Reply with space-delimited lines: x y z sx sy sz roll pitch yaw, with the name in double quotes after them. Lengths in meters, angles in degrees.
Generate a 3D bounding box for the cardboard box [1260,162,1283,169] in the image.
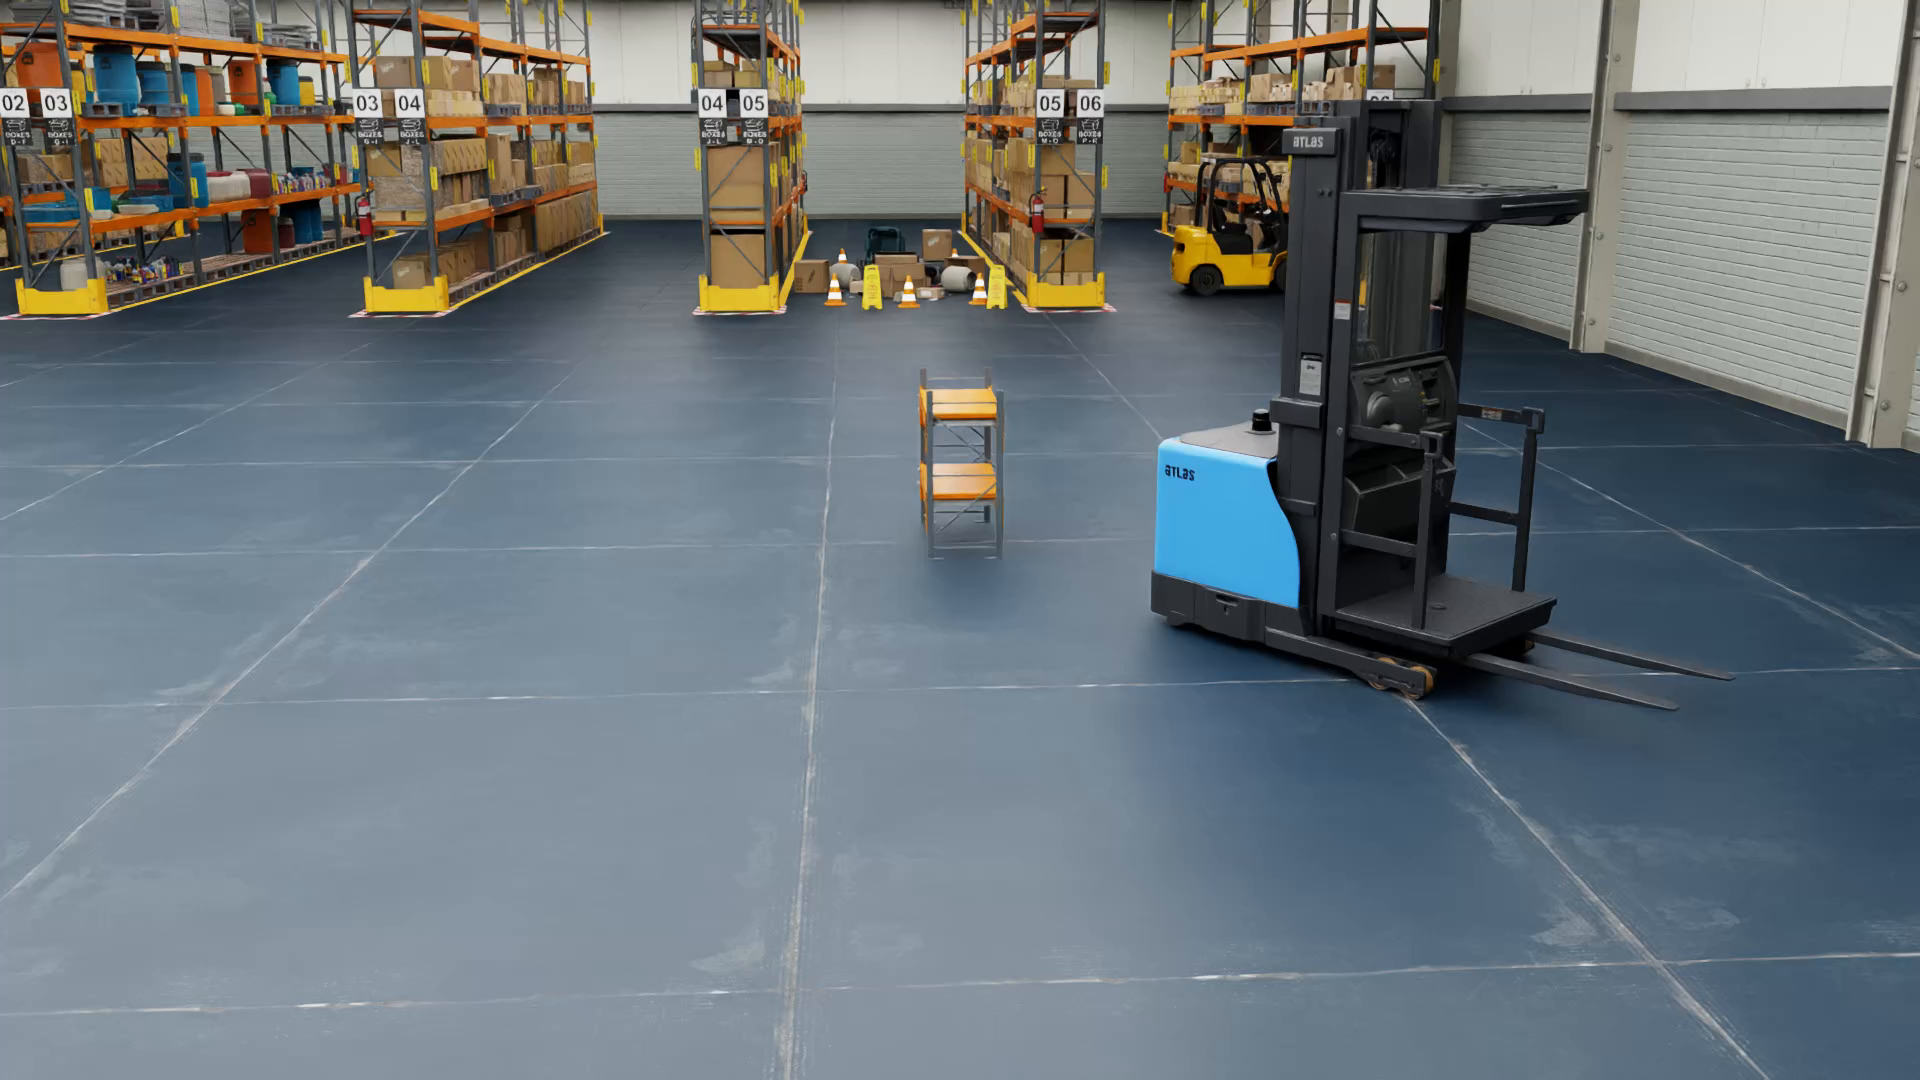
5.941 -7.124 31.691 0.380 0.149 0.250 -1 14 -3 "cardboard box"

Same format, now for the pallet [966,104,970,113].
0.689 -10.239 39.460 1.003 0.211 1.213 -1 14 -3 "pallet"

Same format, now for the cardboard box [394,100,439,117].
-8.039 -6.385 24.605 0.500 0.250 0.500 0 14 -2 "cardboard box"

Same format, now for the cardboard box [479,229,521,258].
-8.654 -5.570 31.287 0.700 0.500 0.500 -2 15 -8 "cardboard box"

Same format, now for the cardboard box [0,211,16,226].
-18.950 -6.328 32.728 0.500 0.250 0.500 0 14 -1 "cardboard box"

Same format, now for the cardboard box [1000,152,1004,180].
1.027 -6.919 30.756 0.500 0.500 0.500 -1 14 -6 "cardboard box"

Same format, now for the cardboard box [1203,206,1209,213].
5.591 -7.310 36.790 0.380 0.149 0.250 0 14 -1 "cardboard box"

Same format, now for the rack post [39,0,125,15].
-13.362 -8.155 25.315 0.937 0.300 0.954 -1 14 -4 "rack post"

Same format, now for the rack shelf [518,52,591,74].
-9.135 -10.727 37.403 1.077 0.370 4.000 -1 14 -3 "rack shelf"

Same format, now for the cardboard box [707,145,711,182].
-3.421 -5.757 25.413 0.875 0.550 0.550 -1 14 -3 "cardboard box"

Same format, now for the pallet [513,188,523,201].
-8.600 -6.287 30.325 1.003 0.211 1.213 -1 14 -3 "pallet"

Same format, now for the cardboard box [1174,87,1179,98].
5.376 -10.616 39.449 0.500 0.250 0.500 -1 14 -4 "cardboard box"

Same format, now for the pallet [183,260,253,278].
-13.625 -4.948 30.335 1.003 0.211 1.213 -1 14 -3 "pallet"

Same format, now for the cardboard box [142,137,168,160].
-18.844 -9.135 38.803 0.500 0.500 0.500 -1 14 -4 "cardboard box"

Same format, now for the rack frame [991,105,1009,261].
1.128 -7.024 32.806 1.000 3.000 0.127 -1 14 -3 "rack frame"

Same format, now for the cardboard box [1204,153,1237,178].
5.673 -8.096 35.928 0.700 0.500 0.500 -1 14 -3 "cardboard box"

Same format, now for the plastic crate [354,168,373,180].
-13.995 -8.750 39.323 0.616 0.435 0.499 -1 14 -3 "plastic crate"

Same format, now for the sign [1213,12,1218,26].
6.141 -12.529 39.971 0.100 0.325 0.005 -1 14 -3 "sign"

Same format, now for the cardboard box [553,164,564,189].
-8.686 -7.679 35.151 0.500 0.500 0.500 0 14 -2 "cardboard box"

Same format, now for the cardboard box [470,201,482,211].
-8.120 -5.520 27.464 0.380 0.149 0.250 -1 14 -3 "cardboard box"

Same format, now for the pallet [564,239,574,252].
-8.888 -6.325 35.684 1.003 0.211 1.213 -1 14 -3 "pallet"

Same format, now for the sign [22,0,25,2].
-19.441 -11.106 34.599 0.100 0.325 0.005 -1 14 -3 "sign"

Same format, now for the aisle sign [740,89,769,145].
-3.007 -6.179 24.305 0.394 0.787 0.004 -1 14 -3 "aisle sign"

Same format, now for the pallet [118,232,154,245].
-19.019 -6.838 37.681 1.003 0.211 1.213 -1 14 -3 "pallet"

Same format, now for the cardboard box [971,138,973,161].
0.511 -8.917 37.958 0.500 0.500 0.500 -1 14 -3 "cardboard box"

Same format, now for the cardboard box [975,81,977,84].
0.607 -10.263 38.131 0.500 0.500 0.500 -1 14 -2 "cardboard box"

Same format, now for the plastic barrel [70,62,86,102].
-13.408 -6.834 24.827 0.600 0.588 0.600 0 14 0 "plastic barrel"

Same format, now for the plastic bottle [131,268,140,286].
-13.012 -4.153 26.238 0.097 0.271 0.097 0 14 0 "plastic bottle"

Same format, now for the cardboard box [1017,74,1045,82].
1.213 -7.997 29.023 0.500 0.250 0.500 -1 14 -2 "cardboard box"

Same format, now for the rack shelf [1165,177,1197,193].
5.710 -8.245 38.997 1.077 0.370 4.000 -1 14 -3 "rack shelf"

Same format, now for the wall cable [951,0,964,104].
-0.001 -13.329 45.273 0.463 3.000 0.029 -1 14 -3 "wall cable"

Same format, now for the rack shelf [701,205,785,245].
-3.435 -5.082 26.702 1.077 0.370 4.000 -1 14 -3 "rack shelf"

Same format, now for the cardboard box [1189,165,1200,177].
5.513 -8.415 37.917 0.500 0.250 0.500 -1 14 -3 "cardboard box"

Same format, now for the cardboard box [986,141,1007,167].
0.795 -7.809 33.649 0.500 0.500 0.500 -1 14 -2 "cardboard box"

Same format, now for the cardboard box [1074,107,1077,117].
1.927 -6.453 25.071 0.380 0.149 0.250 -1 14 -3 "cardboard box"

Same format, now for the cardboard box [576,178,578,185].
-8.748 -8.019 37.178 0.380 0.149 0.250 -1 14 -5 "cardboard box"

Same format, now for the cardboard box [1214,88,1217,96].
5.563 -9.423 34.974 0.380 0.149 0.250 -1 14 -3 "cardboard box"

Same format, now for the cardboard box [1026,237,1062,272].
1.314 -4.465 26.029 0.500 0.500 0.500 -1 14 -3 "cardboard box"

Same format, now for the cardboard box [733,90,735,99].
-3.794 -7.098 26.535 0.380 0.149 0.250 -1 14 -3 "cardboard box"

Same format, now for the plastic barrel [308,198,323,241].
-13.938 -6.841 35.463 0.600 0.901 0.708 -1 14 -3 "plastic barrel"

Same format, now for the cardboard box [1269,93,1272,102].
5.911 -8.150 30.624 0.380 0.149 0.250 -1 14 -4 "cardboard box"

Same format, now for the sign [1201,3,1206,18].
5.291 -11.489 36.086 0.100 0.325 0.005 -1 14 -3 "sign"

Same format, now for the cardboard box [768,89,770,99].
-3.012 -6.606 24.622 0.380 0.149 0.250 -1 14 -3 "cardboard box"

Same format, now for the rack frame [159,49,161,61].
-19.146 -11.614 38.606 1.000 3.000 0.127 -1 14 -3 "rack frame"

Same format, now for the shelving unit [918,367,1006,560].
0.000 -0.546 11.393 0.538 1.125 1.048 -1 14 -3 "shelving unit"

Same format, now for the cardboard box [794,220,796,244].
-3.698 -6.475 34.845 0.500 0.500 0.500 -1 14 -5 "cardboard box"

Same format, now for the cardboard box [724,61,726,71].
-3.684 -7.043 24.719 0.380 0.149 0.250 -1 14 -3 "cardboard box"

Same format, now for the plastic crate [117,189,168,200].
-13.553 -5.638 27.542 0.767 0.338 0.504 -1 14 -3 "plastic crate"

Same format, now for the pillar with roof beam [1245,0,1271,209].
2.394 -11.122 36.696 9.100 9.000 0.400 -1 14 -3 "pillar with roof beam"

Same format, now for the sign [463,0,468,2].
-9.317 -10.296 31.291 0.100 0.325 0.005 -1 14 -3 "sign"

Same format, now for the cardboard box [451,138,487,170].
-8.213 -6.445 27.753 0.500 0.500 0.500 -1 14 -3 "cardboard box"

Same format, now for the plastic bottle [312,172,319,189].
-13.571 -7.542 34.918 0.144 0.351 0.185 -1 14 -3 "plastic bottle"

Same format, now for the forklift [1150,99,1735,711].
2.480 -0.759 8.593 1.130 2.935 3.031 -13 19 -41 "forklift"
